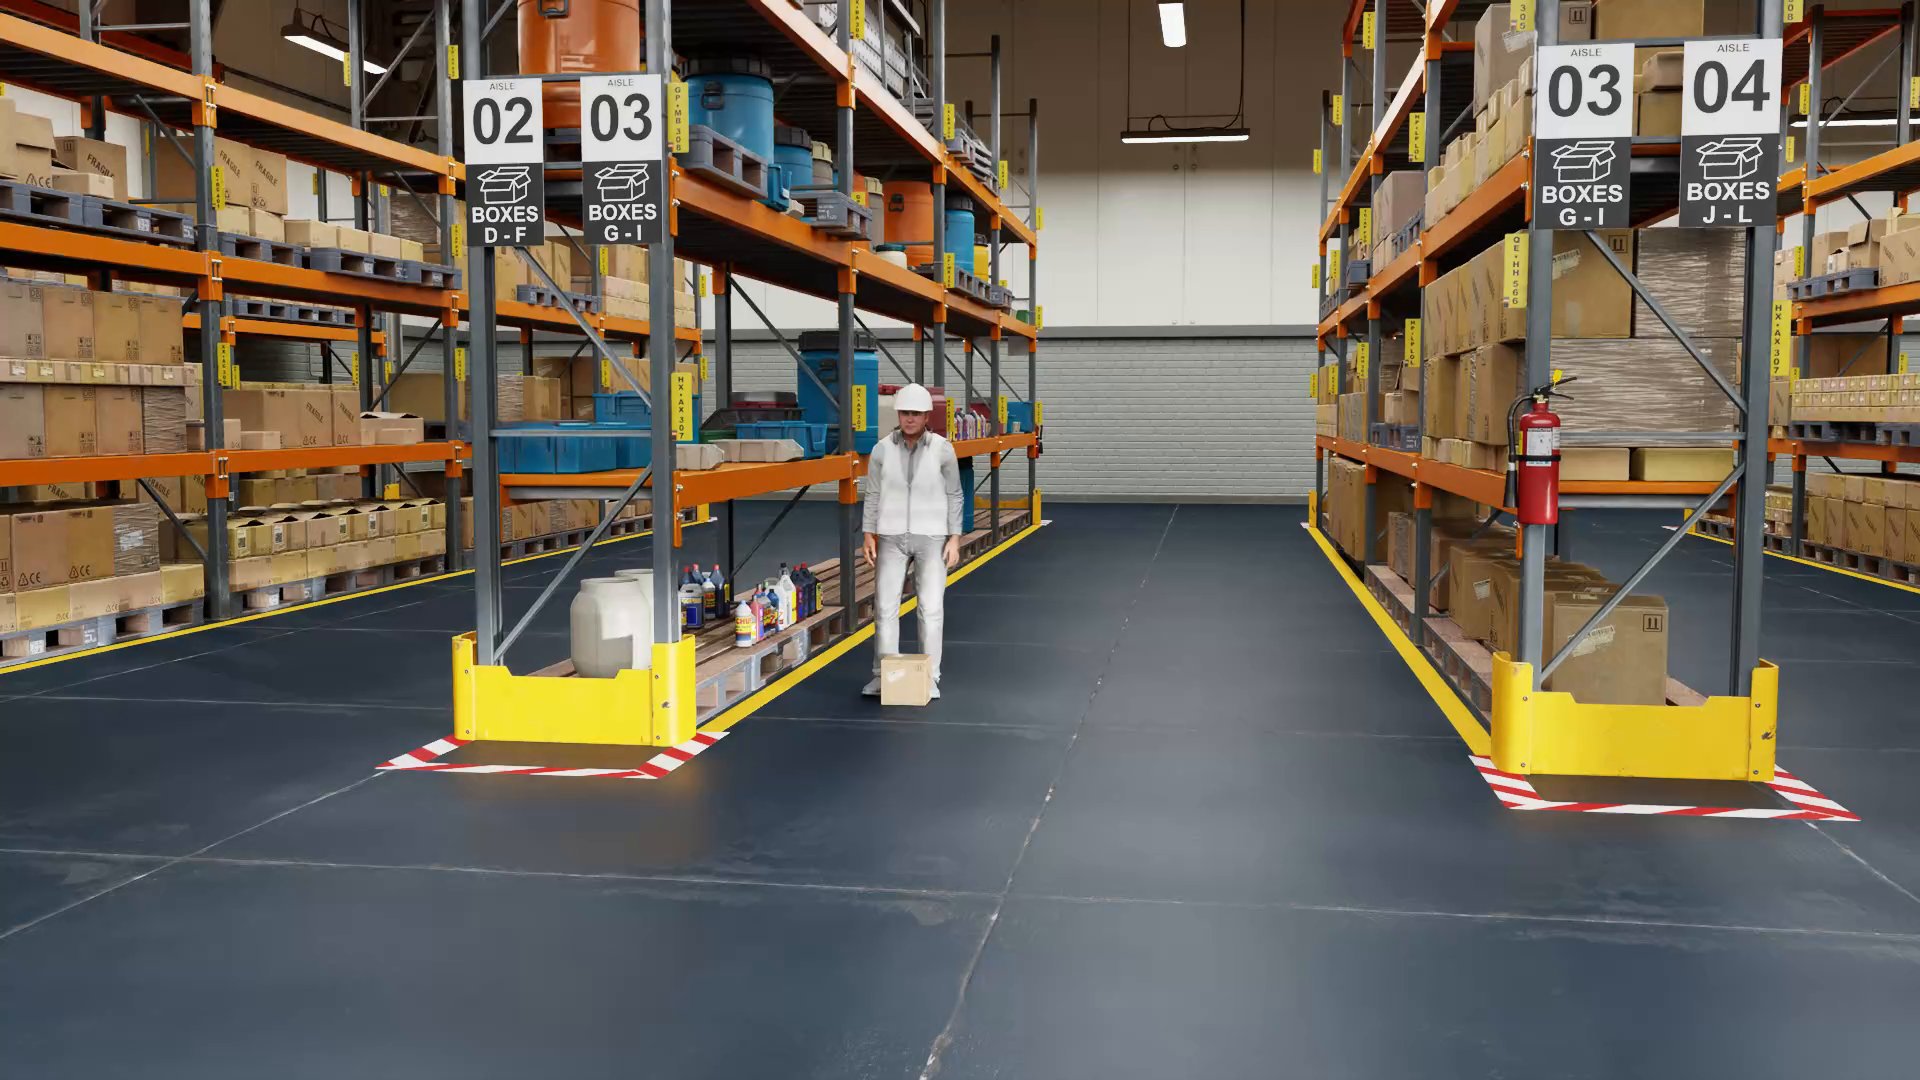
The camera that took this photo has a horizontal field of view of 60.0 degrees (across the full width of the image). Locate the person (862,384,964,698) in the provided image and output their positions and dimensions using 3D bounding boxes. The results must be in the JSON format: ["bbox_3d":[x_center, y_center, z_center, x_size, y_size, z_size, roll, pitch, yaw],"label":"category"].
[{"bbox_3d":[-0.273,-0.001,9.477,0.580,1.771,0.465,1,4,9],"label":"person"}]
